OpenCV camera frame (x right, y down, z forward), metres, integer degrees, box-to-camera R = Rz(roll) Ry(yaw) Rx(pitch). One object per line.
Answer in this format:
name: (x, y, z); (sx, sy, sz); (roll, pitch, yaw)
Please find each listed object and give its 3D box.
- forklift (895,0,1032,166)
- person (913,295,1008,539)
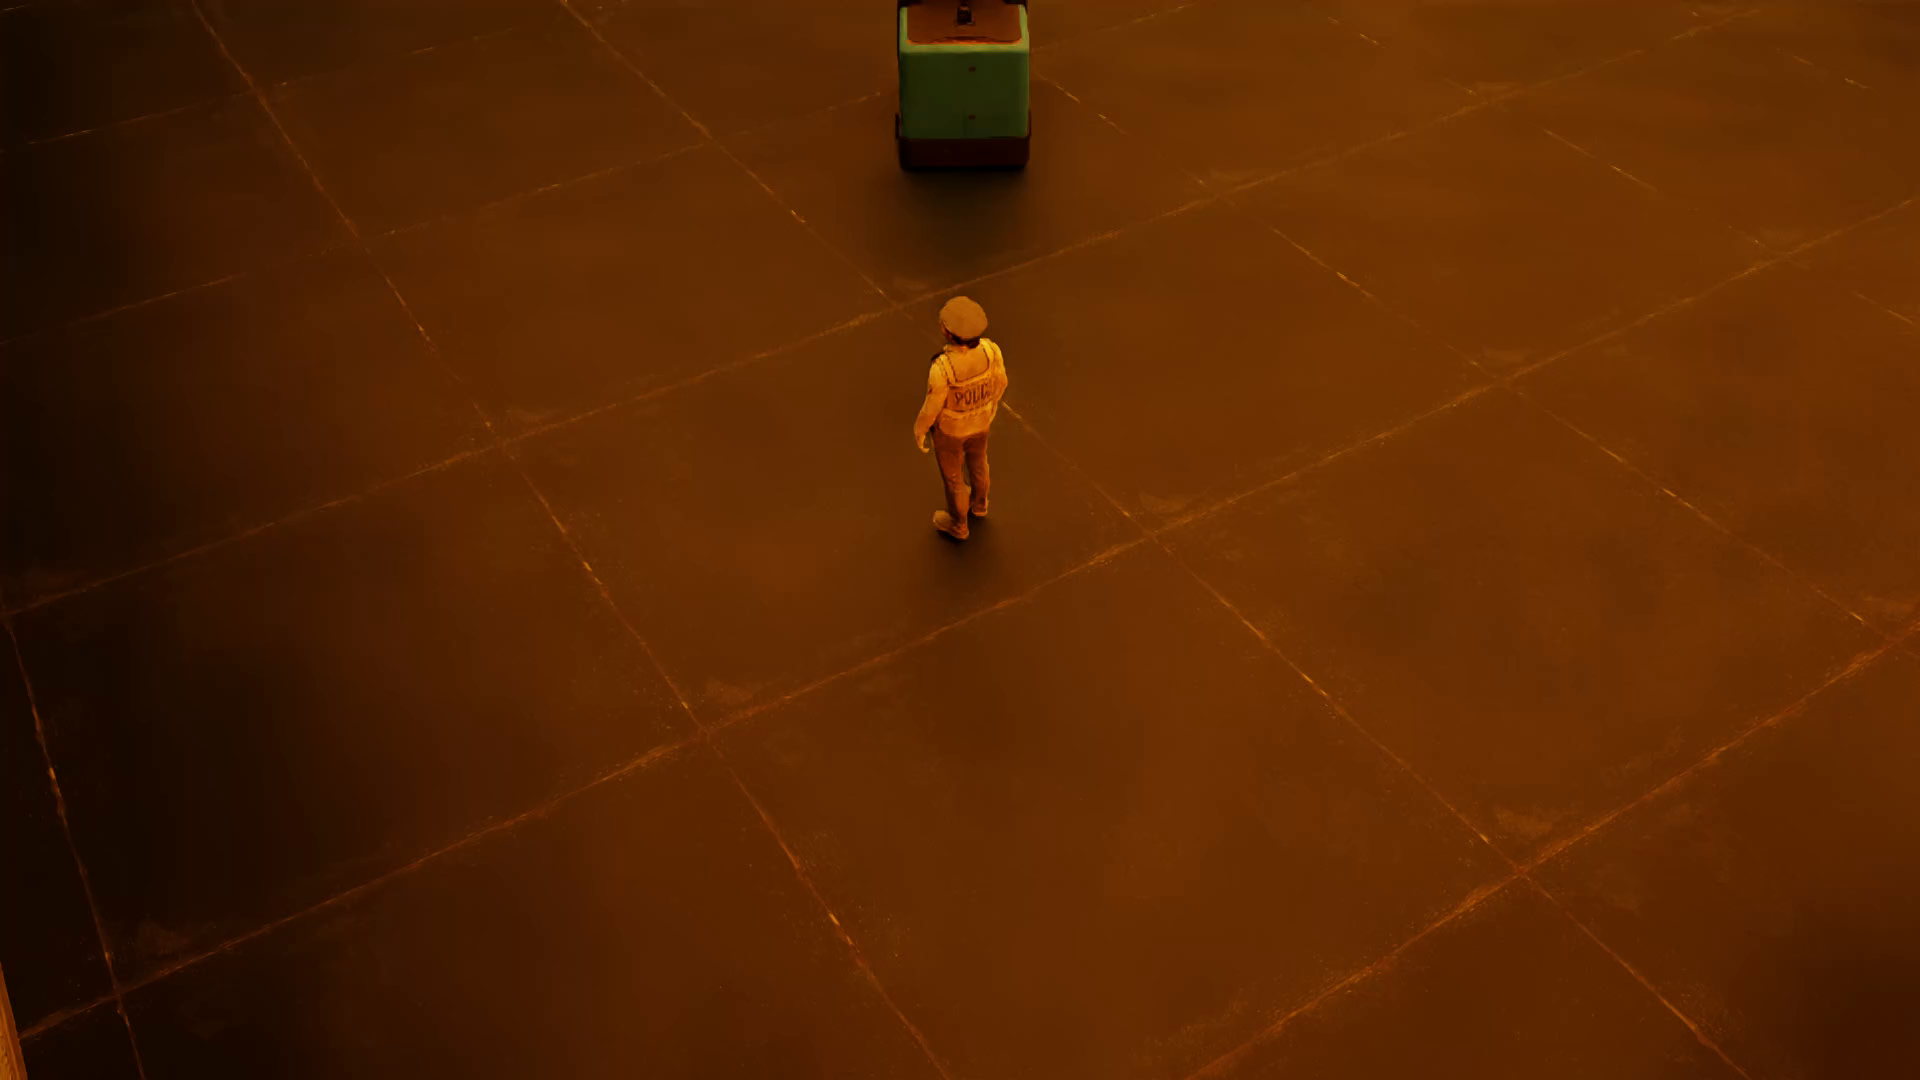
forklift: (0.008, -5.076, 13.680); (1.130, 2.935, 3.031); (-1, 41, -1)
person: (-0.030, -0.713, 9.555); (0.586, 1.695, 0.534); (-23, 46, -24)
